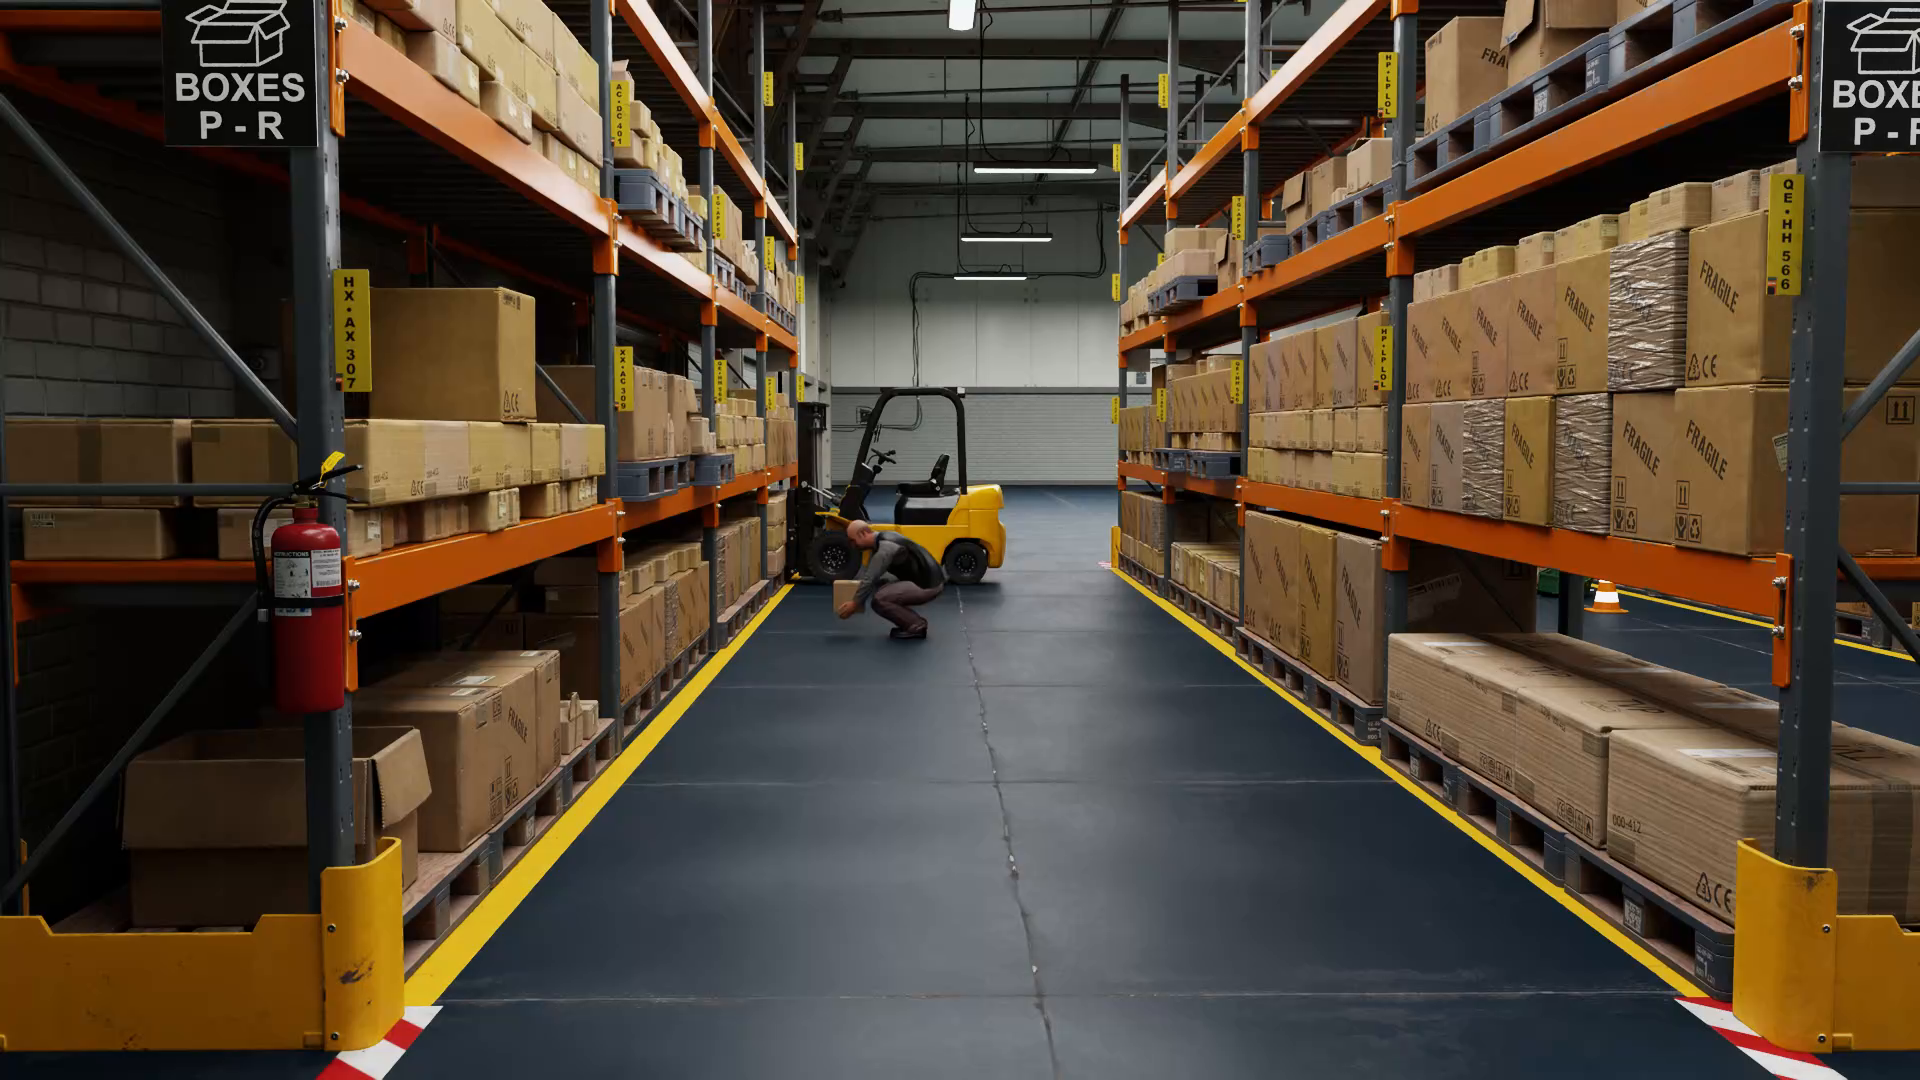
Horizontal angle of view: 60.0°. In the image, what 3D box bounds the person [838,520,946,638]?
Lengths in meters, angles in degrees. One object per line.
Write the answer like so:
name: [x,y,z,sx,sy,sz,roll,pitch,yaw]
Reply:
person: [-0.553,0.312,13.547,0.874,0.963,0.540,0,4,-1]
